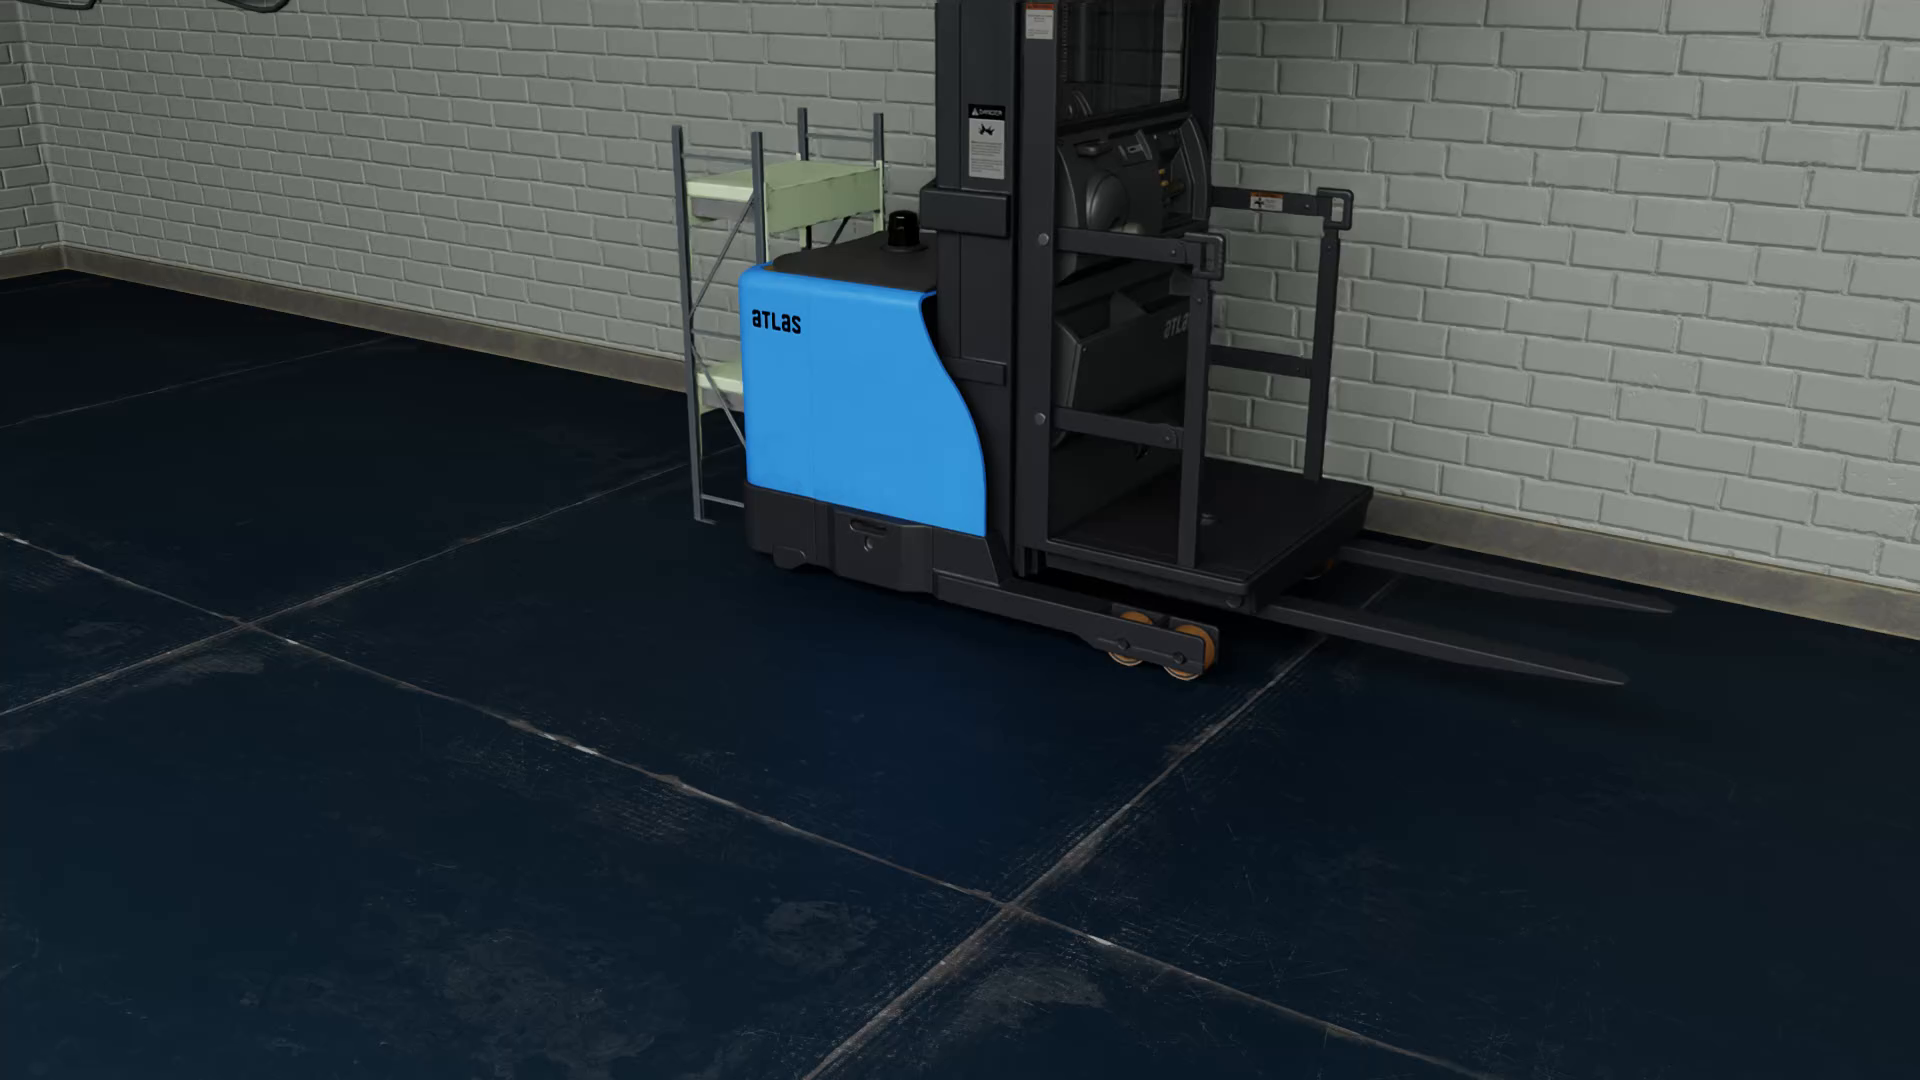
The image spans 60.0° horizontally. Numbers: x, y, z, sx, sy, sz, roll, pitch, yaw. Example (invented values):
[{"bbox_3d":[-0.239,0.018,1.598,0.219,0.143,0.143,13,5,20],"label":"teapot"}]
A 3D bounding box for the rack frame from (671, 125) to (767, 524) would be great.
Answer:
[{"bbox_3d":[-0.860,-0.746,6.120,0.400,1.500,0.023,13,24,30],"label":"rack frame"}]

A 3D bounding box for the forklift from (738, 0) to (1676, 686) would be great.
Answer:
[{"bbox_3d":[0.736,-1.154,5.161,3.031,2.935,1.130,13,24,31],"label":"forklift"}]

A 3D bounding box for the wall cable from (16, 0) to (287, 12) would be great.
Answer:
[{"bbox_3d":[-4.840,-4.302,9.401,3.097,2.526,0.112,13,24,32],"label":"wall cable"}]

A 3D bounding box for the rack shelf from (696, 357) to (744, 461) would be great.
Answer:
[{"bbox_3d":[-0.663,-0.547,6.522,0.431,0.370,0.720,13,24,30],"label":"rack shelf"}]

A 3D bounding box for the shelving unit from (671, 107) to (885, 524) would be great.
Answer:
[{"bbox_3d":[-0.663,-0.853,6.409,0.431,1.500,0.755,13,24,30],"label":"shelving unit"}]

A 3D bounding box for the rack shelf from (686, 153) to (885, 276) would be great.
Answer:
[{"bbox_3d":[-0.663,-1.219,6.274,0.431,0.370,0.720,13,24,30],"label":"rack shelf"}]

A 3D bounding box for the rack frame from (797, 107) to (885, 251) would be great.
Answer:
[{"bbox_3d":[-0.465,-0.960,6.698,0.400,1.500,0.023,13,24,30],"label":"rack frame"}]
